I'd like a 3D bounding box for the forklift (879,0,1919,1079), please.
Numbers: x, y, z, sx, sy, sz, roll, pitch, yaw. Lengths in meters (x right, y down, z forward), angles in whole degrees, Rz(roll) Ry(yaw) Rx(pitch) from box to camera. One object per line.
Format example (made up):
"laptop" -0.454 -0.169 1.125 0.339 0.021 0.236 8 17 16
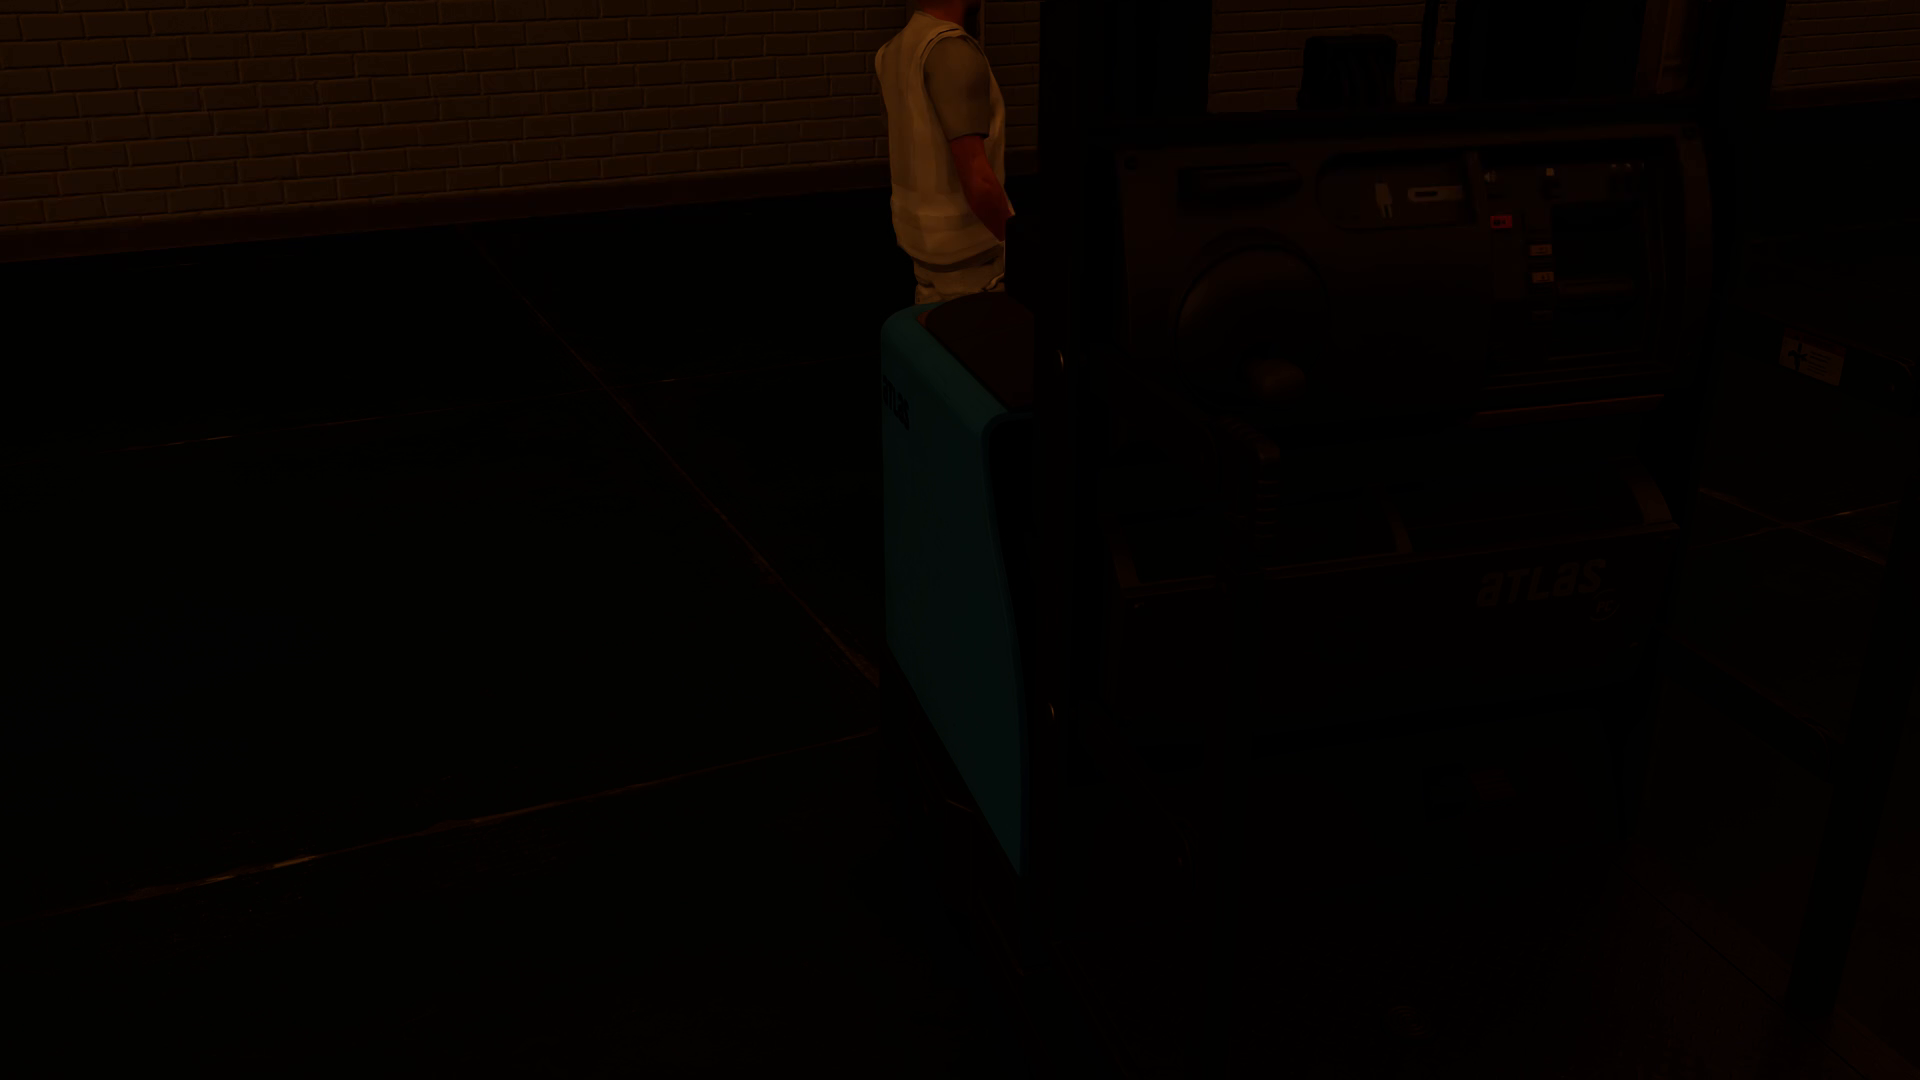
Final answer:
"forklift" 0.721 -0.368 2.172 1.130 2.935 3.031 -6 23 -15

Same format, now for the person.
"person" 0.078 -0.842 4.784 0.562 1.789 0.638 -10 25 -23
